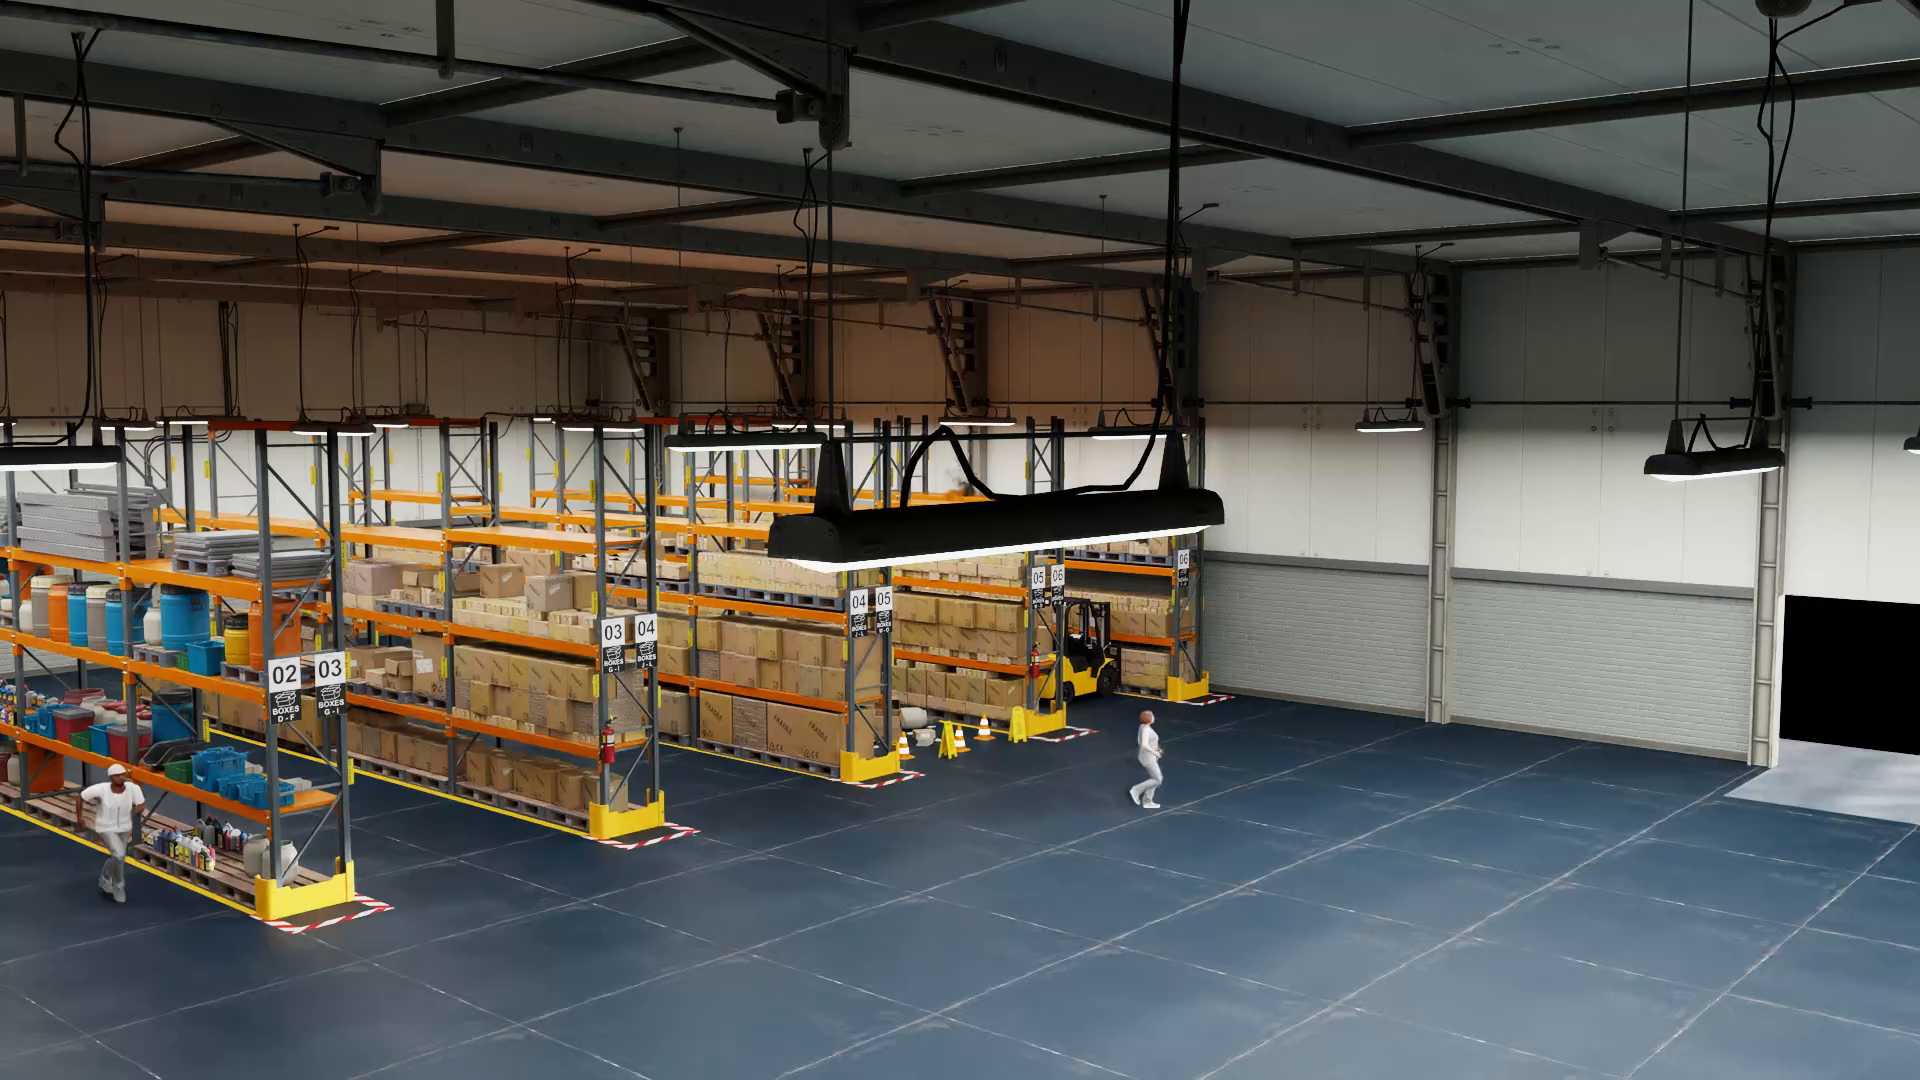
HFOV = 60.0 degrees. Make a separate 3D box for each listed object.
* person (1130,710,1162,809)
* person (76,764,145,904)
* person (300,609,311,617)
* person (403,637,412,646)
[{"bbox_3d":[2.899,3.410,25.831,0.563,1.548,0.537,-1,5,-6],"label":"person"},{"bbox_3d":[-10.737,3.706,21.098,0.832,1.781,0.729,4,6,40],"label":"person"},{"bbox_3d":[-14.984,2.361,38.053,0.753,1.610,1.002,1,5,15],"label":"person"},{"bbox_3d":[-13.602,2.036,41.370,0.669,1.737,0.536,1,5,17],"label":"person"}]
